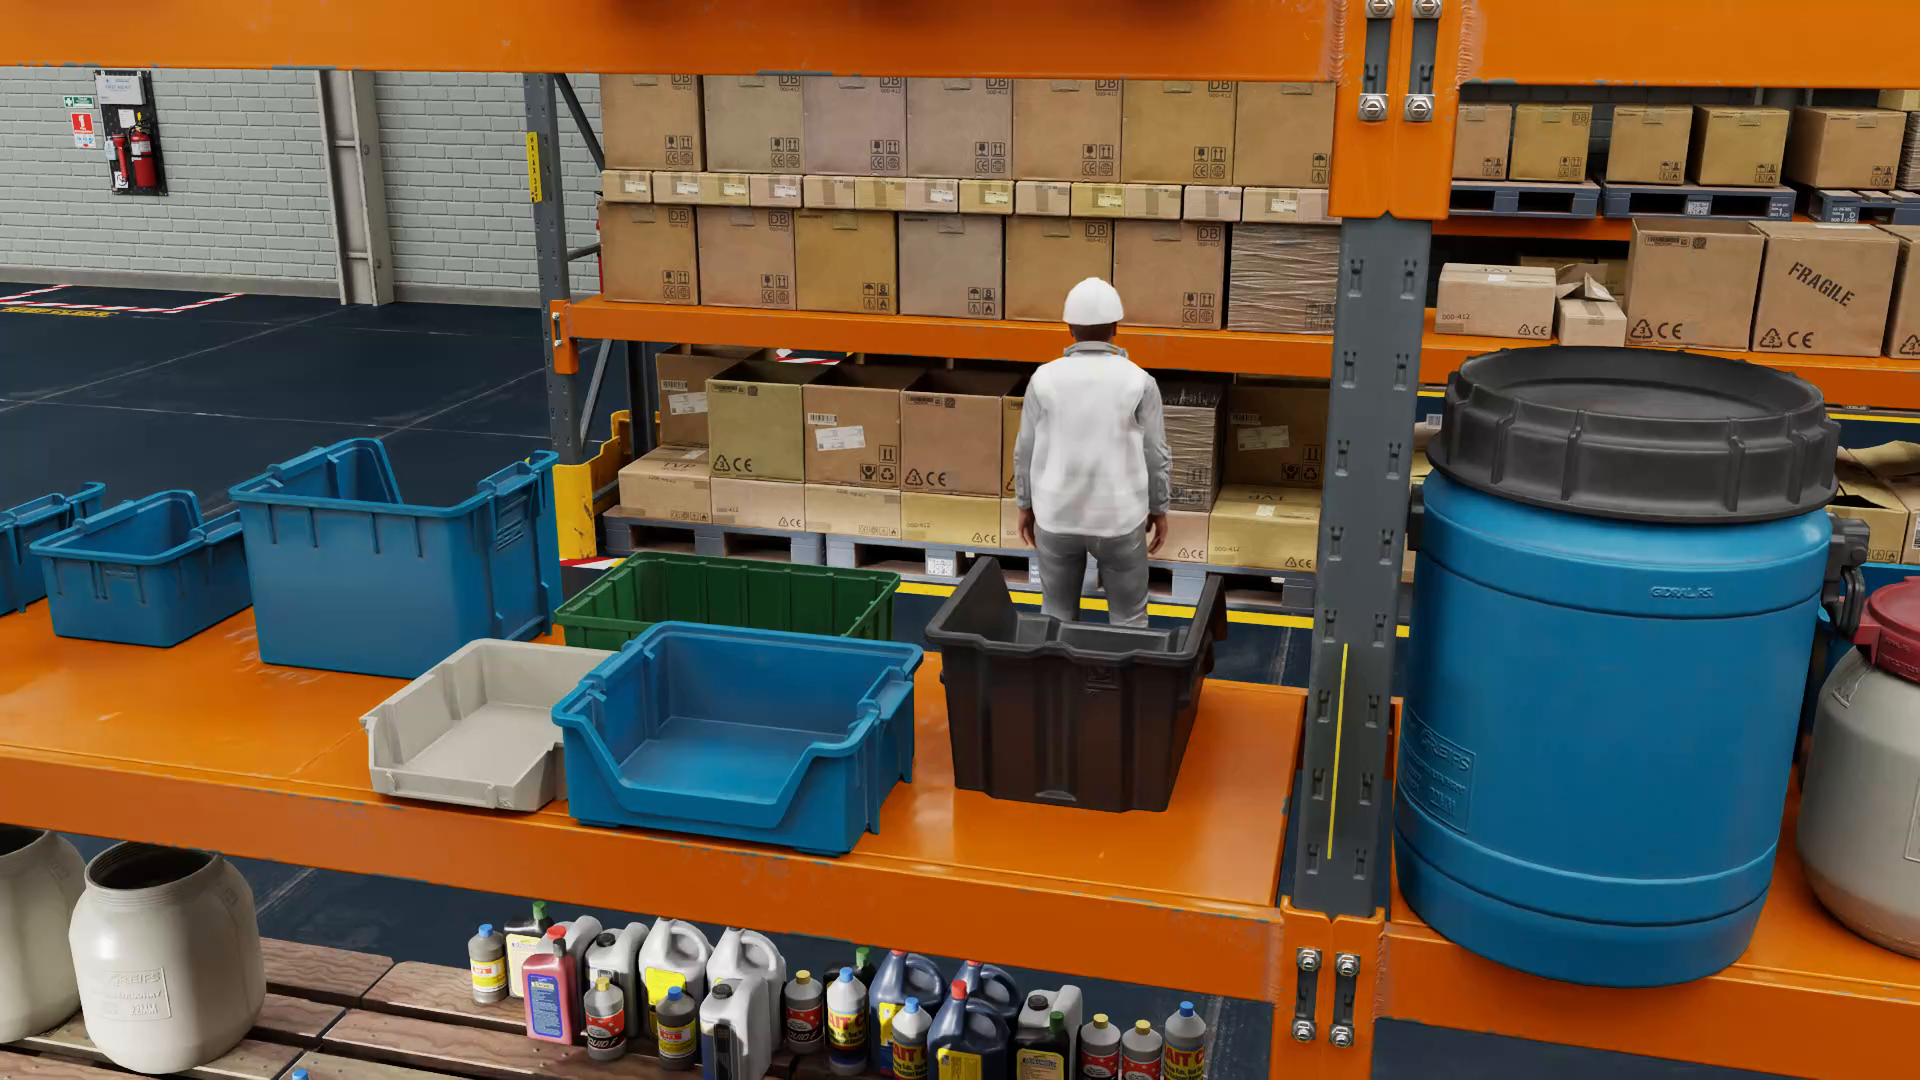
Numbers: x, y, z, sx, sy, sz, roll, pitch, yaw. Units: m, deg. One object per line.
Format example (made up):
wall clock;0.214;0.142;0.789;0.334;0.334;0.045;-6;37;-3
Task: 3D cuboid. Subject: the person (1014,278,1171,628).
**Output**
person;0.499;-0.098;6.316;0.590;1.770;0.460;4;19;12
